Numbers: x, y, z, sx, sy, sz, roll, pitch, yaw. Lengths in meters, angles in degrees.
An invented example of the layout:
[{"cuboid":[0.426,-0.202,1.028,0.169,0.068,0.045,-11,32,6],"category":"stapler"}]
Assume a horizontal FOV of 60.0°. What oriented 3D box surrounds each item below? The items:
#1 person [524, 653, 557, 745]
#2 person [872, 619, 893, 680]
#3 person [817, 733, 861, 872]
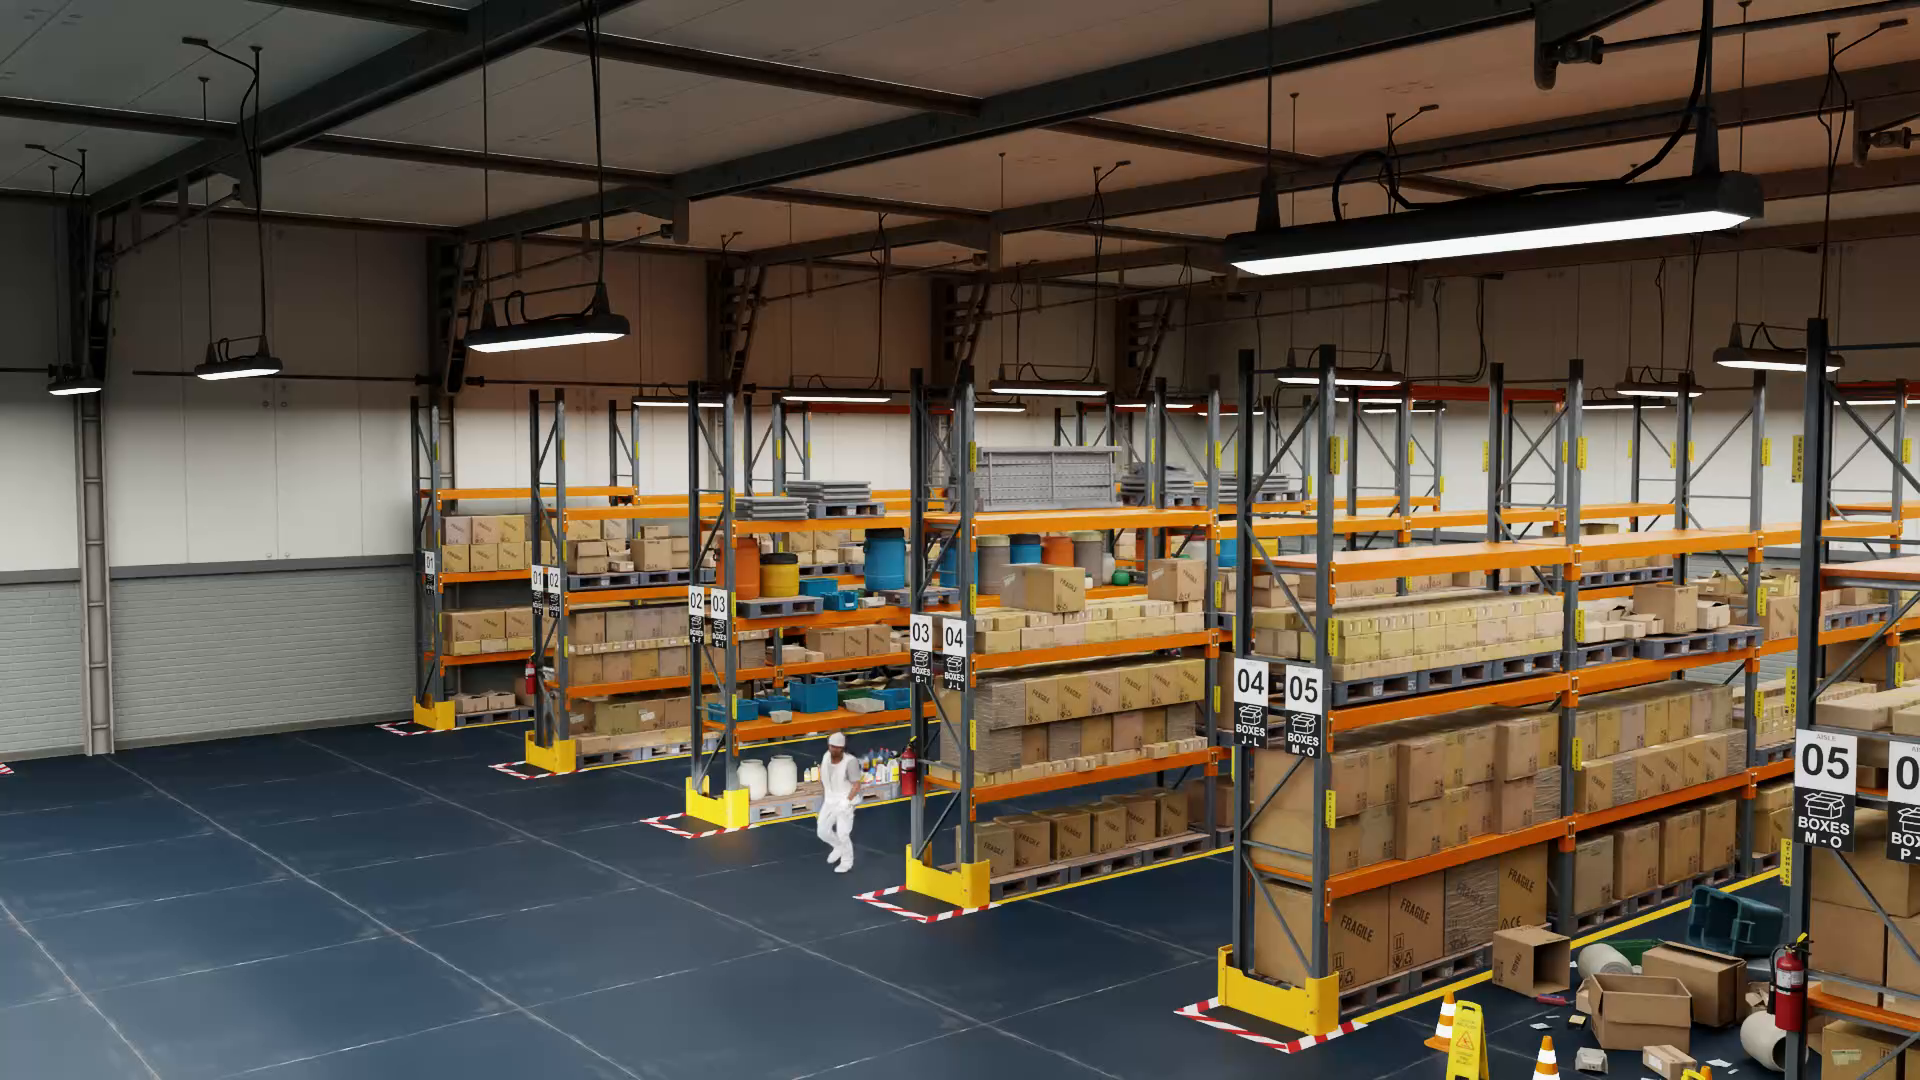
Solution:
[{"cuboid":[-6.975,2.707,28.017,0.609,1.650,0.908,2,4,31],"category":"person"},{"cuboid":[-1.669,2.310,34.555,0.822,1.625,0.502,-3,5,-44],"category":"person"},{"cuboid":[-1.446,3.122,19.768,0.710,1.713,0.793,2,4,31],"category":"person"}]
